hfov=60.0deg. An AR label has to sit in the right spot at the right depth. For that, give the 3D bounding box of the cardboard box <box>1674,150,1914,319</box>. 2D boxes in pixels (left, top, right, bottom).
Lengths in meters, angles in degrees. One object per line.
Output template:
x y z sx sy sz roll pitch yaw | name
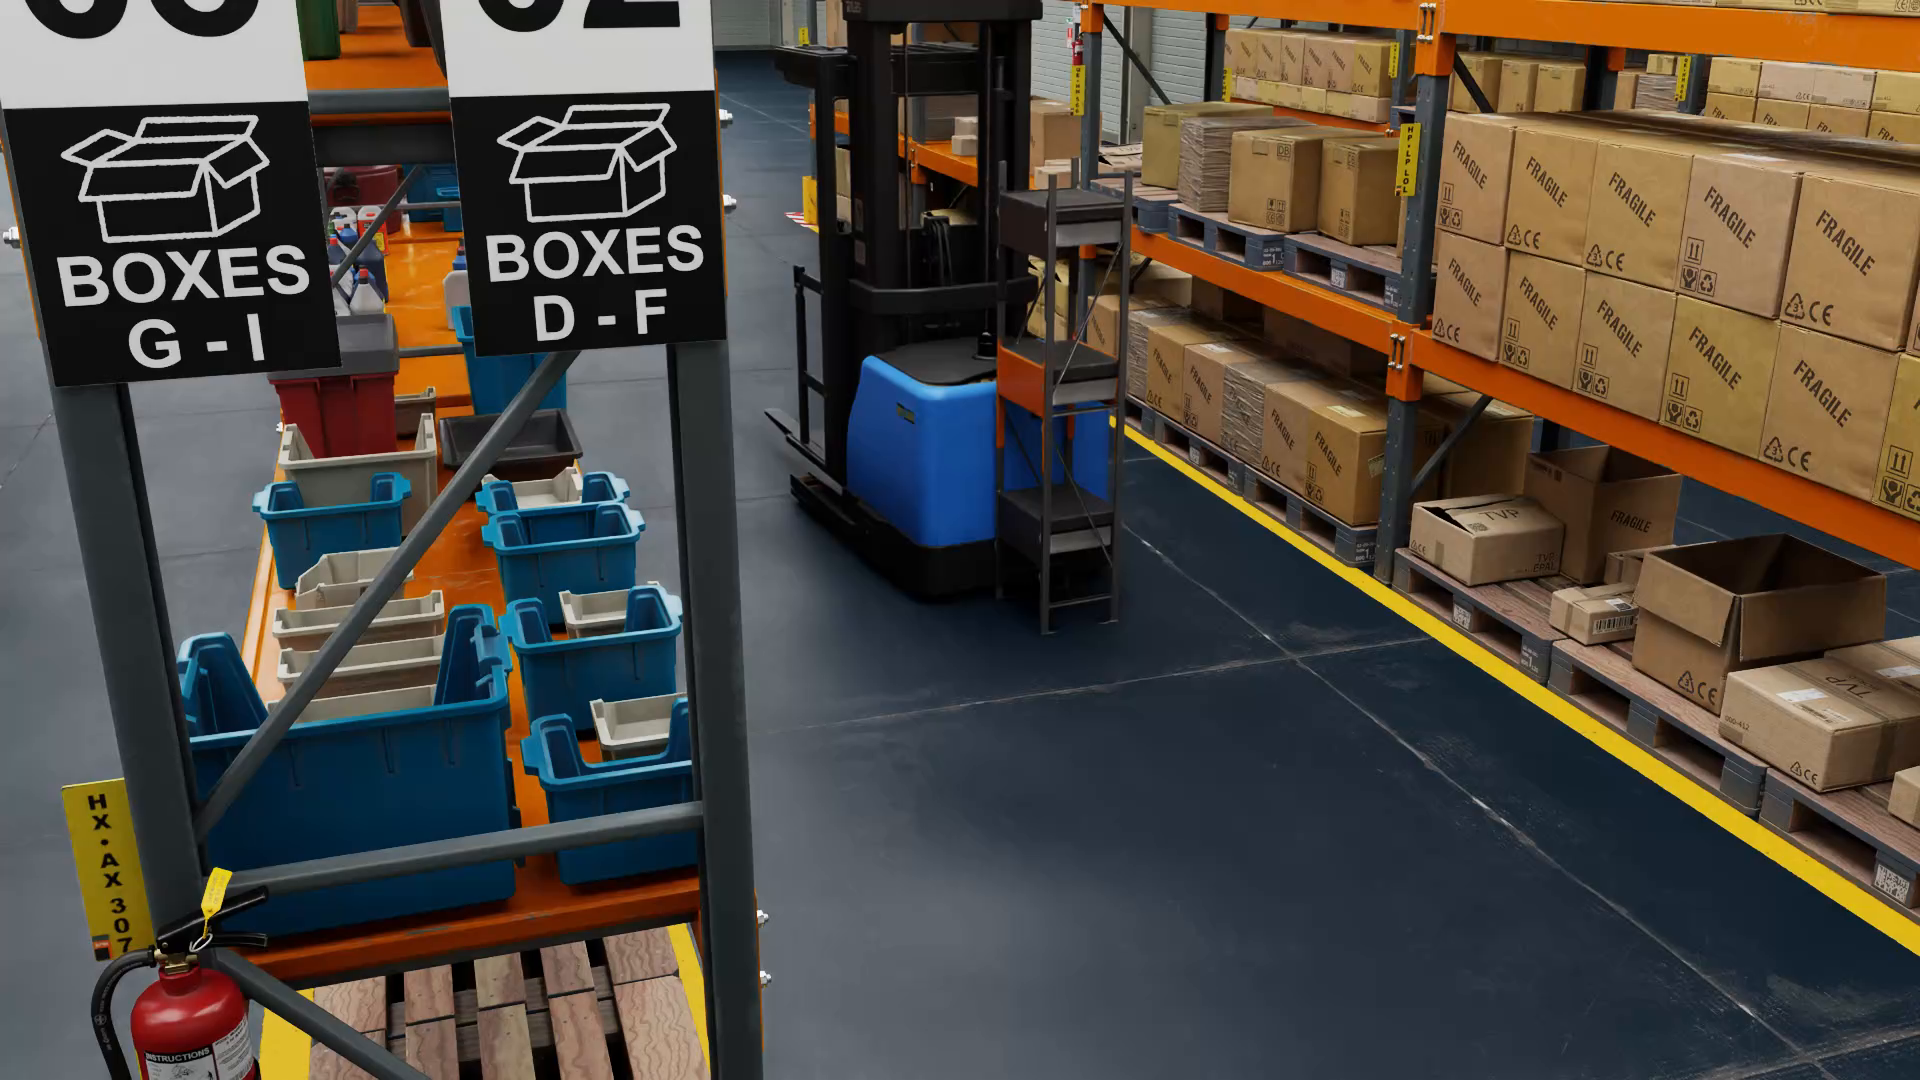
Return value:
2.942 -1.093 5.896 0.500 0.500 0.500 -6 21 -16 | cardboard box

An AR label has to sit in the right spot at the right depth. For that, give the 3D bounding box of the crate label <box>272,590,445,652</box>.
-1.489 0.228 4.146 0.396 0.136 0.243 -6 21 -17 | crate label

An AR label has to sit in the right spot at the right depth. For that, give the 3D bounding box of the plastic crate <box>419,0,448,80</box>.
-0.729 -0.947 2.873 0.497 0.269 0.590 -6 21 -17 | plastic crate

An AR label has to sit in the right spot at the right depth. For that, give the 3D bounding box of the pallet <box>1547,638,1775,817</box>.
3.176 0.672 6.733 1.003 0.211 1.213 -6 21 -17 | pallet

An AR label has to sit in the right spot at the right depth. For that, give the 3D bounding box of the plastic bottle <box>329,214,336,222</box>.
-3.498 -1.673 9.309 0.061 0.283 0.133 -6 21 -17 | plastic bottle

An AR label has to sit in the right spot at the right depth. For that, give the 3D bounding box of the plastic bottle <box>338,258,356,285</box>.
-2.995 -1.240 8.121 0.097 0.271 0.097 0 20 0 | plastic bottle

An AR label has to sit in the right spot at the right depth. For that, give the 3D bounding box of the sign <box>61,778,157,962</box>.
-1.389 0.543 2.727 0.100 0.325 0.005 -6 21 -17 | sign

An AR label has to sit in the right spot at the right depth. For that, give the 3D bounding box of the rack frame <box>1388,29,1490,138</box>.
4.761 -4.348 16.583 1.000 3.000 0.127 -6 21 -17 | rack frame

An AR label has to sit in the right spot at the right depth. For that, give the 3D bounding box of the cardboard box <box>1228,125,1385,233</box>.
1.960 -2.058 9.439 0.700 0.500 0.500 -12 23 -31 | cardboard box

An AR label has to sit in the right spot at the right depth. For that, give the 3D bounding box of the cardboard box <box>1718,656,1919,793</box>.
3.156 0.661 6.054 0.500 0.250 0.500 -6 21 -17 | cardboard box

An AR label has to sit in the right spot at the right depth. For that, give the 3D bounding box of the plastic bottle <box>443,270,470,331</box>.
-2.349 -1.139 7.835 0.152 0.276 0.135 -6 21 -17 | plastic bottle

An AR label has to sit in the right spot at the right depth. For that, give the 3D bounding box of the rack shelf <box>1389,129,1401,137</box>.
5.390 -3.367 14.918 1.077 0.370 4.000 -6 21 -17 | rack shelf

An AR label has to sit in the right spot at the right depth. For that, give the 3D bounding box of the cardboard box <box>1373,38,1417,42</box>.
4.653 -4.979 17.424 0.500 0.500 0.500 -7 21 -18 | cardboard box

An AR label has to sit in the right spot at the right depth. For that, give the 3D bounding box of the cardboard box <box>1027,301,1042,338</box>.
0.755 -1.748 12.792 0.500 0.250 0.500 -7 21 -18 | cardboard box

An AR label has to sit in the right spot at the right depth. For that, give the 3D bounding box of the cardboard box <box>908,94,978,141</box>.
-0.086 -4.009 15.492 0.700 0.500 0.500 -7 21 -19 | cardboard box

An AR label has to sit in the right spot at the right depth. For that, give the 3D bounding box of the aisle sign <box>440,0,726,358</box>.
-0.568 -0.676 2.516 0.394 0.787 0.004 -6 21 -17 | aisle sign

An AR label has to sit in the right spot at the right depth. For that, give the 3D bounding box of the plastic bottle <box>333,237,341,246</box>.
-3.257 -1.441 8.681 0.097 0.271 0.097 0 20 0 | plastic bottle

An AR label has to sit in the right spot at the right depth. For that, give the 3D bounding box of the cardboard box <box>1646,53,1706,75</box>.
5.766 -3.833 13.391 0.380 0.149 0.250 -10 22 -26 | cardboard box

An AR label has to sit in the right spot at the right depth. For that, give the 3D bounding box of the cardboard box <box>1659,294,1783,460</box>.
2.956 -0.620 6.056 0.500 0.500 0.500 -7 21 -18 | cardboard box

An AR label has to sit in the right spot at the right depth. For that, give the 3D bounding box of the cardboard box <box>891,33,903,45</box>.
-0.246 -4.781 15.724 0.700 0.500 0.500 -6 21 -17 | cardboard box

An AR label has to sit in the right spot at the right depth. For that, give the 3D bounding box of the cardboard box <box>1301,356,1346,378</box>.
2.325 -0.796 9.742 0.500 0.500 0.500 -6 21 -17 | cardboard box

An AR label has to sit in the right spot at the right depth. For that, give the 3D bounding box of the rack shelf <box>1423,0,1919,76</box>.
3.203 -1.684 5.795 1.077 0.370 4.000 -6 21 -17 | rack shelf

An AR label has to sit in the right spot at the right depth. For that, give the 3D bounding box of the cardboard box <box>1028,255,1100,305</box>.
0.749 -2.012 12.697 0.500 0.311 0.500 -7 21 -18 | cardboard box

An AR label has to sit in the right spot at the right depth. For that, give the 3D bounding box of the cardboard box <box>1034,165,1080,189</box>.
0.772 -2.678 12.305 0.380 0.149 0.250 -6 21 -17 | cardboard box

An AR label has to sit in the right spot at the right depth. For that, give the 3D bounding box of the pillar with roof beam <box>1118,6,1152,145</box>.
-1.428 -9.790 22.861 9.100 9.000 0.400 -6 21 -17 | pillar with roof beam

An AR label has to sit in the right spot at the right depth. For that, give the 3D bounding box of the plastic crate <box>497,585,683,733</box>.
-0.844 0.281 3.856 0.416 0.233 0.300 -6 21 -17 | plastic crate

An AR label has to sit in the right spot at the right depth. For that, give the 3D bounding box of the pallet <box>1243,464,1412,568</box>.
2.283 -0.197 9.154 1.003 0.211 1.213 -6 21 -17 | pallet

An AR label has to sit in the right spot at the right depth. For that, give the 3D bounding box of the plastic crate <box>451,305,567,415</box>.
-1.659 -0.635 6.182 0.392 0.384 0.575 -6 21 -17 | plastic crate

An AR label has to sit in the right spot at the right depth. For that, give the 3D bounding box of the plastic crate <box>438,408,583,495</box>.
-1.523 -0.296 5.621 0.437 0.125 0.590 -6 21 -17 | plastic crate

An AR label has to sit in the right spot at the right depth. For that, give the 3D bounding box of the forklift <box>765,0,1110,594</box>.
-0.315 -1.578 8.973 1.130 2.935 3.031 -9 21 -23 | forklift

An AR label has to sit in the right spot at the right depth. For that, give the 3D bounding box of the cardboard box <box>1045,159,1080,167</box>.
0.863 -2.821 12.706 0.380 0.149 0.250 -5 20 -13 | cardboard box

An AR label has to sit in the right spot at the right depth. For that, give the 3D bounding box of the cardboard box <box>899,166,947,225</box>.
-0.440 -3.364 16.182 0.500 0.500 0.500 -6 21 -17 | cardboard box

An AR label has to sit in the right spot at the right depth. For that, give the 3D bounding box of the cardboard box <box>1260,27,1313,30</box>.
3.854 -5.794 19.694 0.500 0.500 0.500 -7 21 -18 | cardboard box

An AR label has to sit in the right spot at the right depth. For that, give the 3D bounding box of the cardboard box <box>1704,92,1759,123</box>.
5.928 -3.077 12.429 0.500 0.500 0.500 -6 21 -16 | cardboard box

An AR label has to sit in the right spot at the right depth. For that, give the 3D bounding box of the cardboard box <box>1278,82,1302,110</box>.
3.844 -4.888 18.280 0.500 0.250 0.500 -6 21 -17 | cardboard box

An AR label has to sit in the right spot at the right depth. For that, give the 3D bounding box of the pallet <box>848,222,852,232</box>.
-0.538 -3.160 17.401 1.003 0.211 1.213 -6 21 -17 | pallet

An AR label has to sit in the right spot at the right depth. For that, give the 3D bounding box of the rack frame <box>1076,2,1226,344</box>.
1.317 -2.536 11.541 1.000 3.000 0.127 -6 21 -17 | rack frame

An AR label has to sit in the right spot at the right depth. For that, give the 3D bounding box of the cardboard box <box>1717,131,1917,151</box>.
3.301 -1.310 6.499 0.500 0.500 0.500 -6 21 -17 | cardboard box

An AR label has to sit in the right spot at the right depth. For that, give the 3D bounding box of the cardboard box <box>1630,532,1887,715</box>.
3.169 0.317 6.638 0.797 0.503 0.637 -6 21 -17 | cardboard box

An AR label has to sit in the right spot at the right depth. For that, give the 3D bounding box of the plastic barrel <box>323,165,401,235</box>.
-3.820 -2.192 10.381 0.600 0.536 0.708 -6 21 -17 | plastic barrel

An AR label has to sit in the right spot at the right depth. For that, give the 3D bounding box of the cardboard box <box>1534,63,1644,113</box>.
5.448 -3.865 14.442 0.700 0.500 0.500 -6 21 -17 | cardboard box

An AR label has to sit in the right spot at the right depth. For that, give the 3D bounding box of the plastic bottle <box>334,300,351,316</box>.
-2.675 -0.879 7.109 0.152 0.276 0.135 -6 21 -17 | plastic bottle

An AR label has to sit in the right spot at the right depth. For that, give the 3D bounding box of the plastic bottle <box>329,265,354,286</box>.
-2.949 -1.158 7.887 0.152 0.276 0.135 -6 21 -17 | plastic bottle

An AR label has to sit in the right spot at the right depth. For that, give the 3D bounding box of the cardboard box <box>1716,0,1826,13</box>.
2.961 -1.930 5.637 0.500 0.250 0.500 -6 21 -17 | cardboard box

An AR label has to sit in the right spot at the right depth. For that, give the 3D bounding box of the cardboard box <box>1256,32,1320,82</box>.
3.671 -5.412 18.629 0.500 0.500 0.500 -7 21 -19 | cardboard box

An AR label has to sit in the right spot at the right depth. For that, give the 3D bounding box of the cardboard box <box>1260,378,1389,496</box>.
1.999 -0.571 9.116 0.500 0.500 0.500 -6 21 -17 | cardboard box

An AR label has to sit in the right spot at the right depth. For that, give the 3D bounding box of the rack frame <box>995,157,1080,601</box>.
0.356 -0.722 7.819 0.400 2.100 0.015 -9 21 -23 | rack frame

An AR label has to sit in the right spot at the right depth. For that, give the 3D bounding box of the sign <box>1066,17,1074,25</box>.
1.836 -8.673 27.789 0.001 0.109 0.331 -6 21 -17 | sign

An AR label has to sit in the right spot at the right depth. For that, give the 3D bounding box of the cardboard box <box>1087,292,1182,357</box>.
1.189 -1.391 11.398 0.500 0.500 0.500 -5 20 -15 | cardboard box

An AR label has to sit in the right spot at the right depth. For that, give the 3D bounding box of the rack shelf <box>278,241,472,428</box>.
-2.758 -1.031 8.414 1.077 0.370 4.000 -6 21 -17 | rack shelf

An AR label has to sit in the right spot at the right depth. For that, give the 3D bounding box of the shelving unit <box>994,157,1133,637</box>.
0.456 -0.646 7.610 0.431 2.100 0.503 -9 21 -23 | shelving unit
